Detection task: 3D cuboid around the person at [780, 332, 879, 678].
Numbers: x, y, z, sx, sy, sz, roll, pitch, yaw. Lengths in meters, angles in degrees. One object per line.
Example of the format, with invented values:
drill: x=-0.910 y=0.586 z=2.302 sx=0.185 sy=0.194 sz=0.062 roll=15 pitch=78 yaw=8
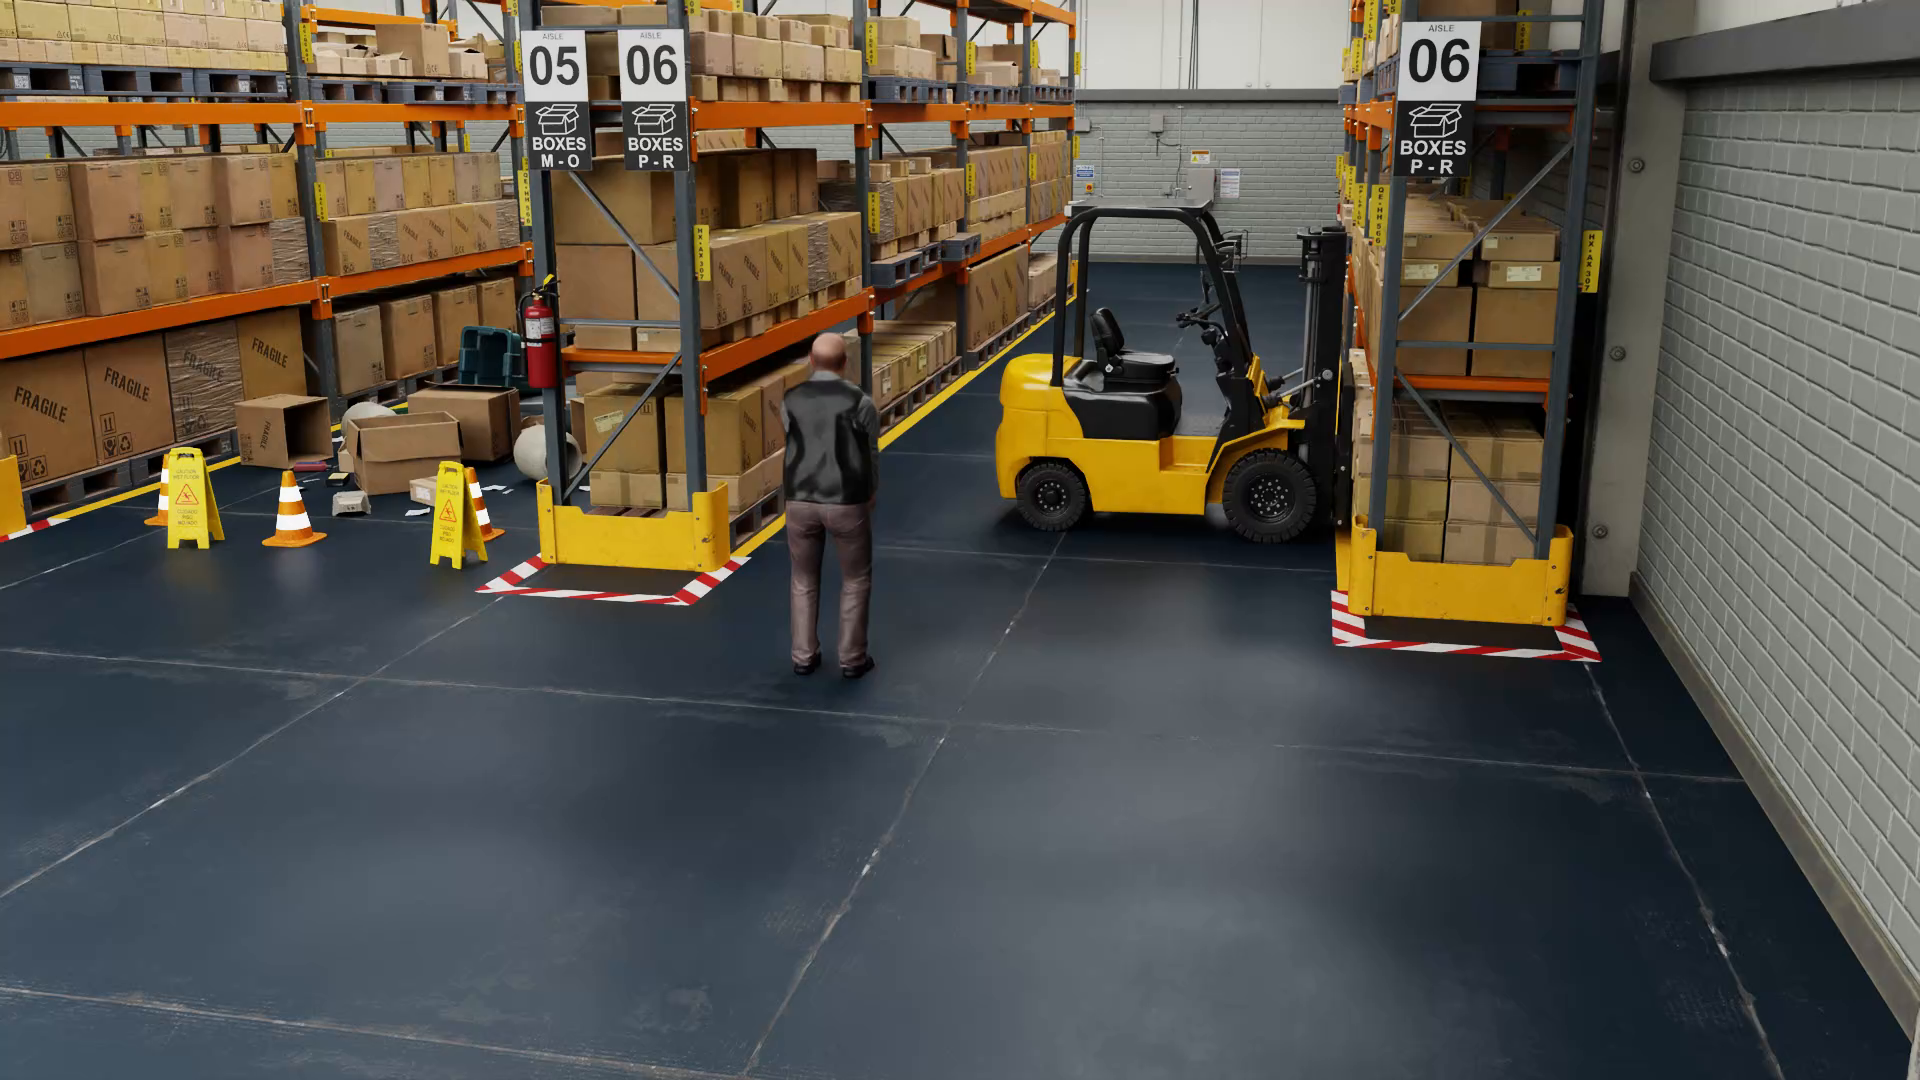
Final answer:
person: x=-0.648 y=-0.183 z=8.317 sx=0.486 sy=1.703 sz=0.582 roll=3 pitch=15 yaw=10
